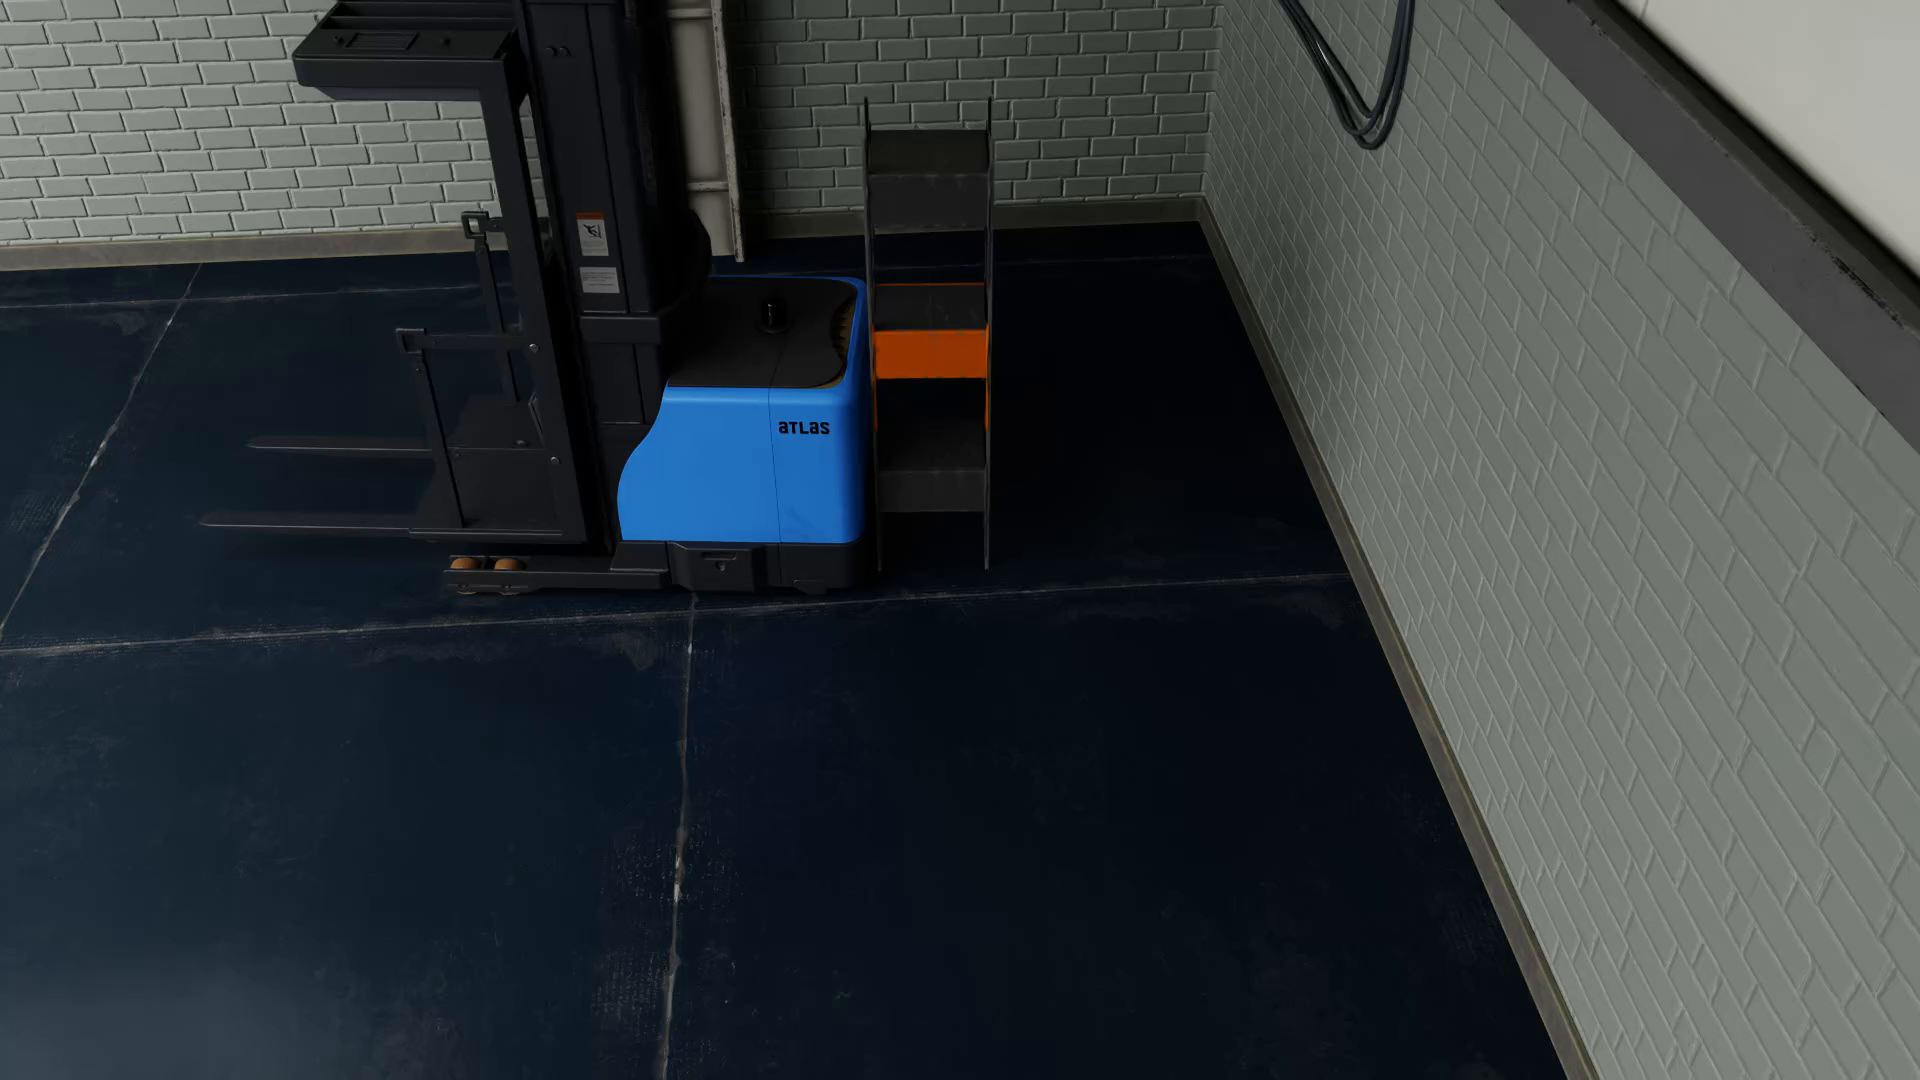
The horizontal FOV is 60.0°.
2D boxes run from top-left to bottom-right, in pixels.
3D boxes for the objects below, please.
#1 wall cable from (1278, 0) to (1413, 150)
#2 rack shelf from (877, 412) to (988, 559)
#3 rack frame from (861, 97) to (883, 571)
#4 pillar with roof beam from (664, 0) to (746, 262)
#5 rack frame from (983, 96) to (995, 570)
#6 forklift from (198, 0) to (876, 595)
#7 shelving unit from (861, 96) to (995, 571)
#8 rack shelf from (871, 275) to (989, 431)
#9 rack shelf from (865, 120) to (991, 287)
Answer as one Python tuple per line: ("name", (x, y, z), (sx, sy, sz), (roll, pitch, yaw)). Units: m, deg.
("wall cable", (1.572, -3.390, 7.289), (0.112, 2.526, 3.097), (-3, 38, -4))
("rack shelf", (-0.124, -0.248, 7.521), (0.480, 0.518, 0.431), (-1, 38, -1))
("rack frame", (-0.368, -0.805, 7.076), (0.015, 2.100, 0.400), (-1, 38, -1))
("pillar with roof beam", (-1.098, -2.607, 3.790), (0.400, 9.000, 9.100), (-3, 38, -4))
("rack frame", (0.120, -0.810, 7.082), (0.015, 2.100, 0.400), (-1, 38, -1))
("forklift", (-1.910, -1.231, 6.943), (3.031, 2.935, 1.130), (1, 38, 1))
("shelving unit", (-0.124, -0.808, 7.079), (0.503, 2.100, 0.431), (-1, 38, -1))
("rack shelf", (-0.124, -0.797, 7.087), (0.480, 0.518, 0.431), (-1, 38, -1))
("rack shelf", (-0.124, -1.347, 6.654), (0.480, 0.518, 0.431), (-1, 38, -1))
